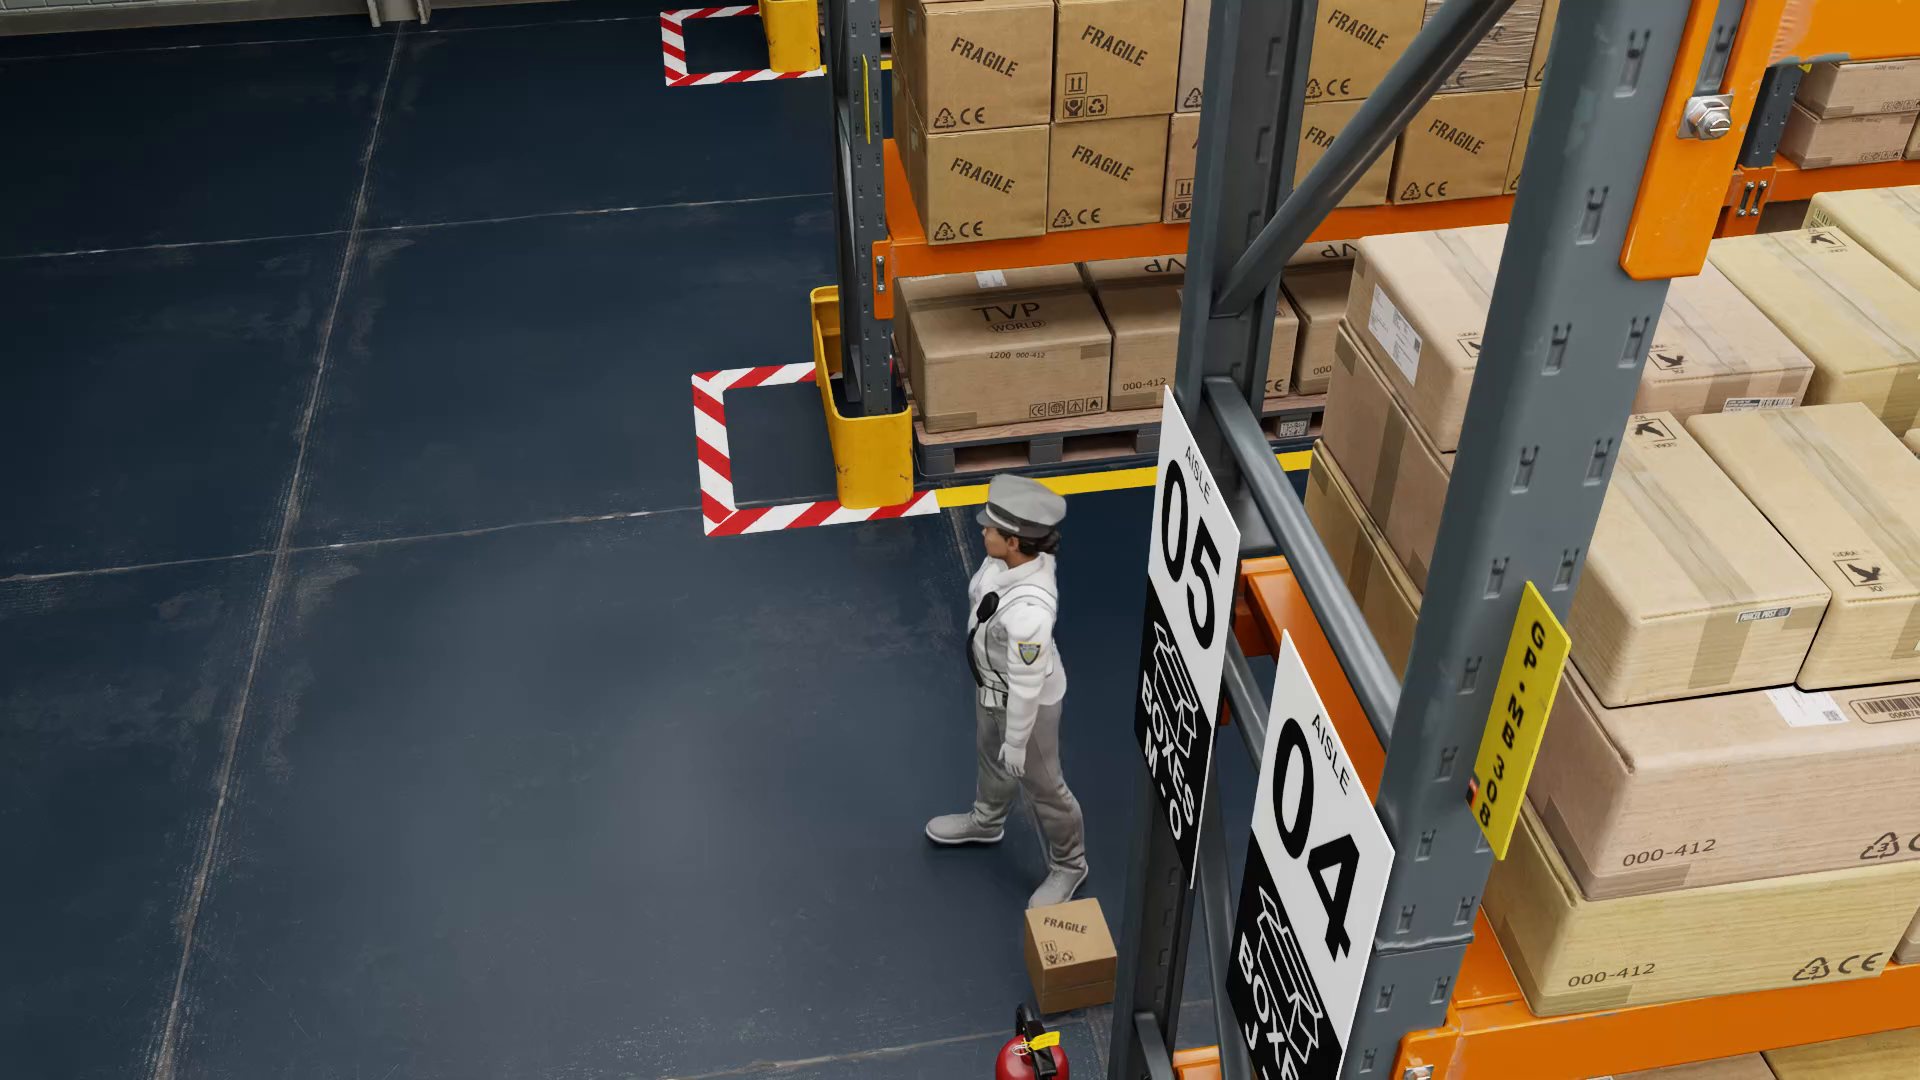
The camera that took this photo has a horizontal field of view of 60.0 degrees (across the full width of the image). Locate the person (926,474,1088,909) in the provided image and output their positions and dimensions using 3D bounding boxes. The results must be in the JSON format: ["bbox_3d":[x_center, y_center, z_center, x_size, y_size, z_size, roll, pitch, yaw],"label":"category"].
[{"bbox_3d":[0.165,0.485,5.514,0.560,1.665,0.628,-4,39,-5],"label":"person"}]
